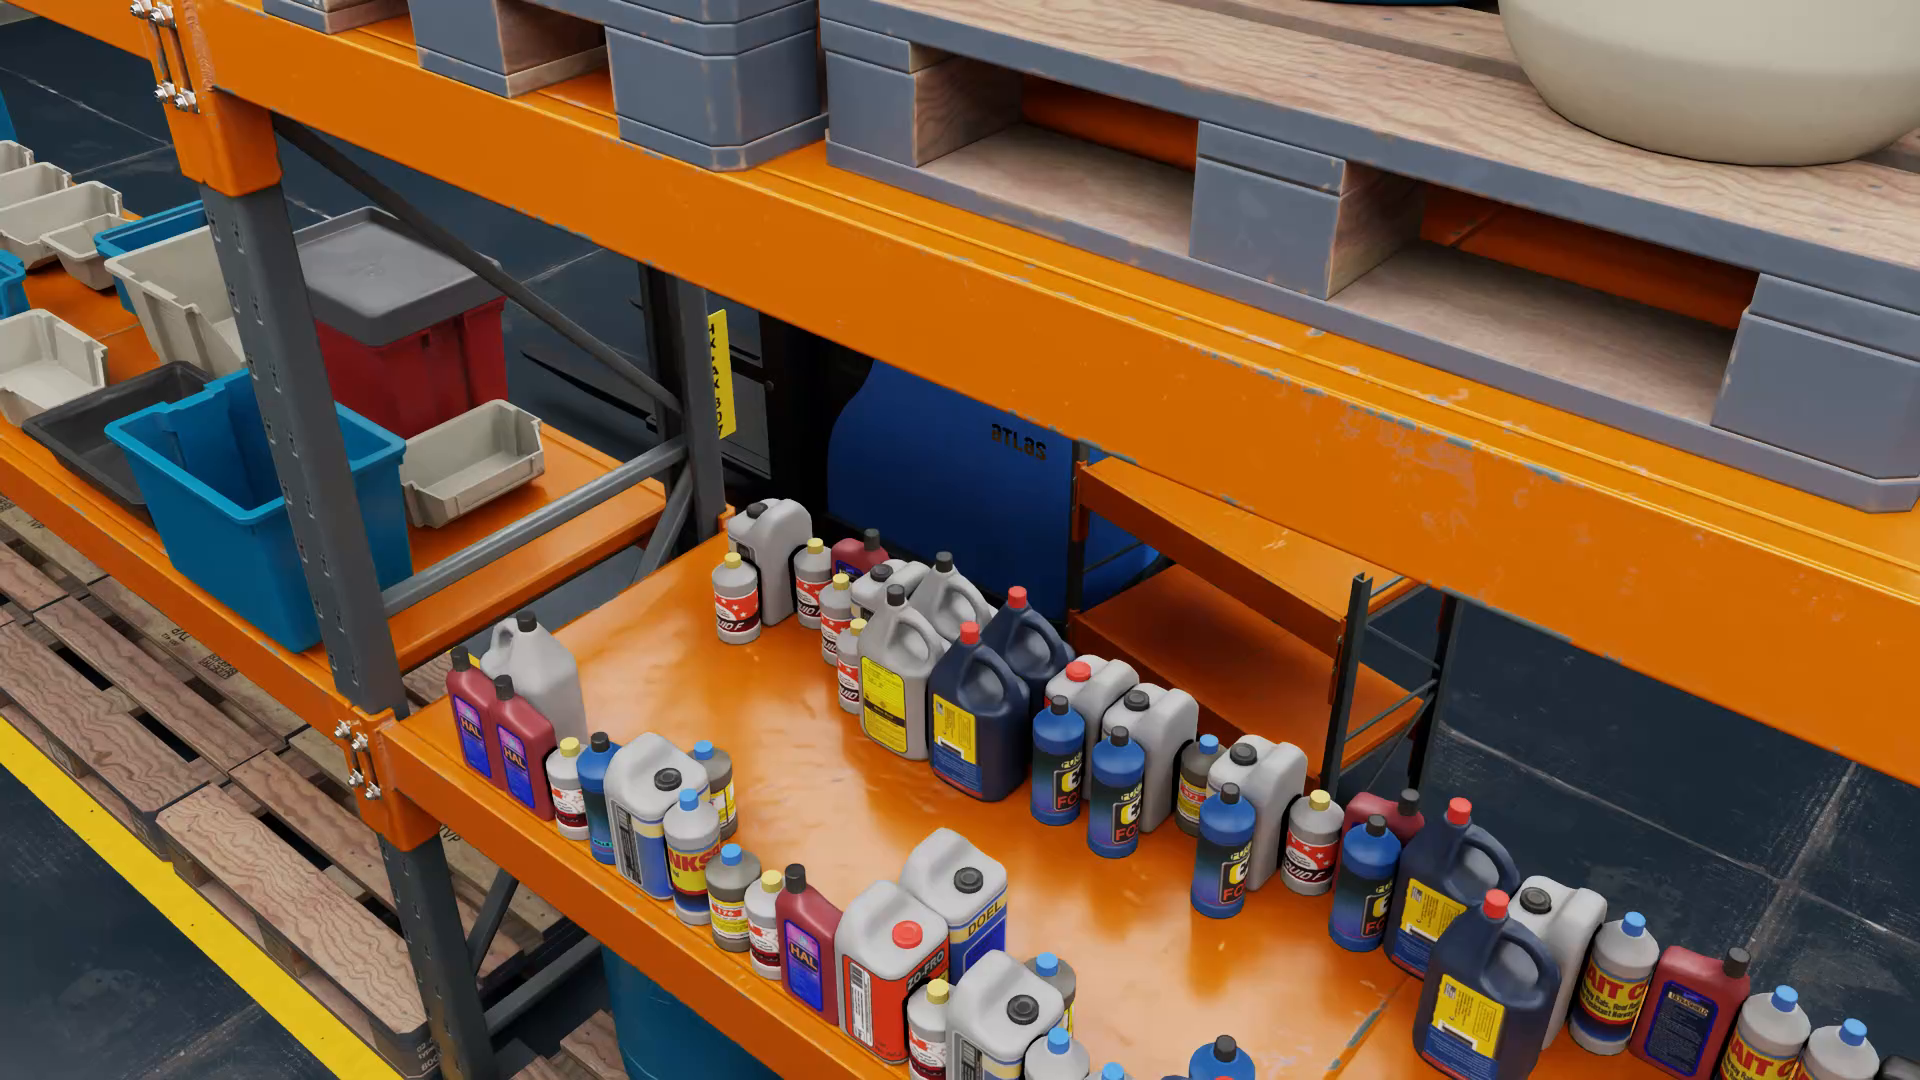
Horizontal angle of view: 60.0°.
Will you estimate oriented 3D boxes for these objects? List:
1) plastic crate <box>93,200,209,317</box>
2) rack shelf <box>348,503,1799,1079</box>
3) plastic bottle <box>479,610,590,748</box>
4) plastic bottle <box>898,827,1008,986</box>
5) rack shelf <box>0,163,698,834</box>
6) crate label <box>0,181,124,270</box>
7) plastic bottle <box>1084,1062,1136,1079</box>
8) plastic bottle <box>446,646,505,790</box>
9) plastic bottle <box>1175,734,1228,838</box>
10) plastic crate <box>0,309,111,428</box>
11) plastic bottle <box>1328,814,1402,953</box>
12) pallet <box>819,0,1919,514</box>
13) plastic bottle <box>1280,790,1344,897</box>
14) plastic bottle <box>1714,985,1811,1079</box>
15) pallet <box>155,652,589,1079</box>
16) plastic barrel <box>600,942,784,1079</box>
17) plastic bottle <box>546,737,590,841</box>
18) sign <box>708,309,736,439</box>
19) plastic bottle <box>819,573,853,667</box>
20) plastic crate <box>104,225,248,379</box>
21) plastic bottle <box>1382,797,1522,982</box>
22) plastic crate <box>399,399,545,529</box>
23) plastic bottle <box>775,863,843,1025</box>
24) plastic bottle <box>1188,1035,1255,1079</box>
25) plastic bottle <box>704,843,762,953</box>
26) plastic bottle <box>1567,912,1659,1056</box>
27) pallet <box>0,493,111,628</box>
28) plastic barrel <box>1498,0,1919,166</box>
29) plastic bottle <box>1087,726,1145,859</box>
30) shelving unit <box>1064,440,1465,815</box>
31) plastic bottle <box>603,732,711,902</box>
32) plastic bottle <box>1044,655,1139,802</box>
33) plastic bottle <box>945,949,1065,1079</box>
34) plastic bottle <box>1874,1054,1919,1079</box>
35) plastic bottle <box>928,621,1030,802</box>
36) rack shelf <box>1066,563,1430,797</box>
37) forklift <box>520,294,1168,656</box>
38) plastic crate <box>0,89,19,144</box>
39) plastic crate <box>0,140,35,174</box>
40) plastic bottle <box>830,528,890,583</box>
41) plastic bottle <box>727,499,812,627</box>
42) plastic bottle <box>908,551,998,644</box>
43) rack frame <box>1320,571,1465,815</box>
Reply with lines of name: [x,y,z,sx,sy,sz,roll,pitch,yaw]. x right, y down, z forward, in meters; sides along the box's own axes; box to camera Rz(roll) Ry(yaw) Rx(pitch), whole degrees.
plastic crate: [-2.261,-0.798,4.858,0.300,0.233,0.416,25,42,32]
rack shelf: [0.608,0.995,2.787,4.000,0.370,1.077,25,42,32]
plastic bottle: [-0.835,0.277,3.240,0.185,0.351,0.144,25,42,32]
plastic bottle: [-0.009,0.628,2.796,0.135,0.276,0.152,25,42,32]
rack shelf: [-2.466,-0.454,4.897,4.000,0.370,1.077,25,42,32]
crate label: [-2.818,-0.973,5.197,0.243,0.136,0.396,25,42,32]
plastic bottle: [0.219,0.869,2.449,0.097,0.271,0.097,0,34,0]
plastic bottle: [-0.921,0.340,3.208,0.133,0.283,0.061,25,42,32]
plastic bottle: [0.459,0.452,3.118,0.097,0.201,0.097,0,34,0]
plastic crate: [-2.460,-0.442,4.424,0.466,0.136,0.293,25,42,32]
plastic bottle: [0.701,0.582,2.867,0.097,0.271,0.097,0,34,0]
pallet: [0.609,-0.534,1.895,1.213,0.211,1.003,25,42,32]
plastic bottle: [0.637,0.536,2.996,0.097,0.201,0.097,0,34,0]
plastic bottle: [1.237,0.790,2.564,0.097,0.271,0.097,0,34,0]
pallet: [-1.519,0.874,4.791,1.213,0.211,1.003,25,42,32]
plastic barrel: [-0.522,0.870,3.816,0.708,0.901,0.600,25,42,32]
plastic bottle: [-0.718,0.456,3.111,0.097,0.201,0.097,0,34,0]
sign: [-0.576,-0.379,3.907,0.005,0.325,0.100,25,42,32]
plastic bottle: [-0.249,0.163,3.539,0.097,0.201,0.097,0,34,0]
plastic crate: [-1.985,-0.635,4.577,0.530,0.282,0.437,25,42,32]
plastic bottle: [0.833,0.584,2.794,0.185,0.351,0.144,25,42,32]
plastic crate: [-1.196,-0.173,4.032,0.243,0.136,0.396,25,42,32]
plastic bottle: [-0.238,0.662,2.739,0.133,0.283,0.061,25,42,32]
plastic bottle: [0.386,0.842,2.489,0.097,0.271,0.097,0,34,0]
plastic bottle: [-0.390,0.611,2.886,0.097,0.201,0.097,0,34,0]
plastic bottle: [1.060,0.706,2.686,0.097,0.271,0.097,0,34,0]
pallet: [-3.395,-0.010,6.078,1.213,0.211,1.003,25,42,32]
plastic barrel: [0.686,-0.619,1.362,0.433,0.535,0.433,0,34,0]
plastic bottle: [0.287,0.454,3.053,0.097,0.271,0.097,0,34,0]
shelving unit: [0.852,0.251,4.891,0.538,1.125,1.048,-25,42,-32]
plastic bottle: [-0.536,0.491,2.995,0.135,0.276,0.152,25,42,32]
plastic bottle: [0.249,0.342,3.212,0.135,0.276,0.152,25,42,32]
plastic bottle: [0.072,0.778,2.577,0.135,0.276,0.152,25,42,32]
plastic bottle: [1.412,0.854,2.460,0.133,0.283,0.061,25,42,32]
plastic bottle: [0.036,0.315,3.186,0.185,0.351,0.144,25,42,32]
rack shelf: [0.852,0.453,5.029,0.538,0.278,1.000,-25,42,-32]
forklift: [-0.486,-1.435,5.751,3.031,2.935,1.130,25,42,32]
plastic crate: [-3.627,-1.474,5.663,0.499,0.435,0.616,25,42,32]
plastic crate: [-3.261,-1.174,5.490,0.243,0.136,0.396,25,42,32]
plastic bottle: [-0.213,0.088,3.575,0.133,0.283,0.061,25,42,32]
plastic bottle: [-0.420,0.027,3.670,0.135,0.276,0.152,25,42,32]
plastic bottle: [-0.014,0.185,3.375,0.185,0.351,0.144,25,42,32]
rack frame: [1.177,0.472,4.568,0.500,1.125,0.032,-25,42,-32]
